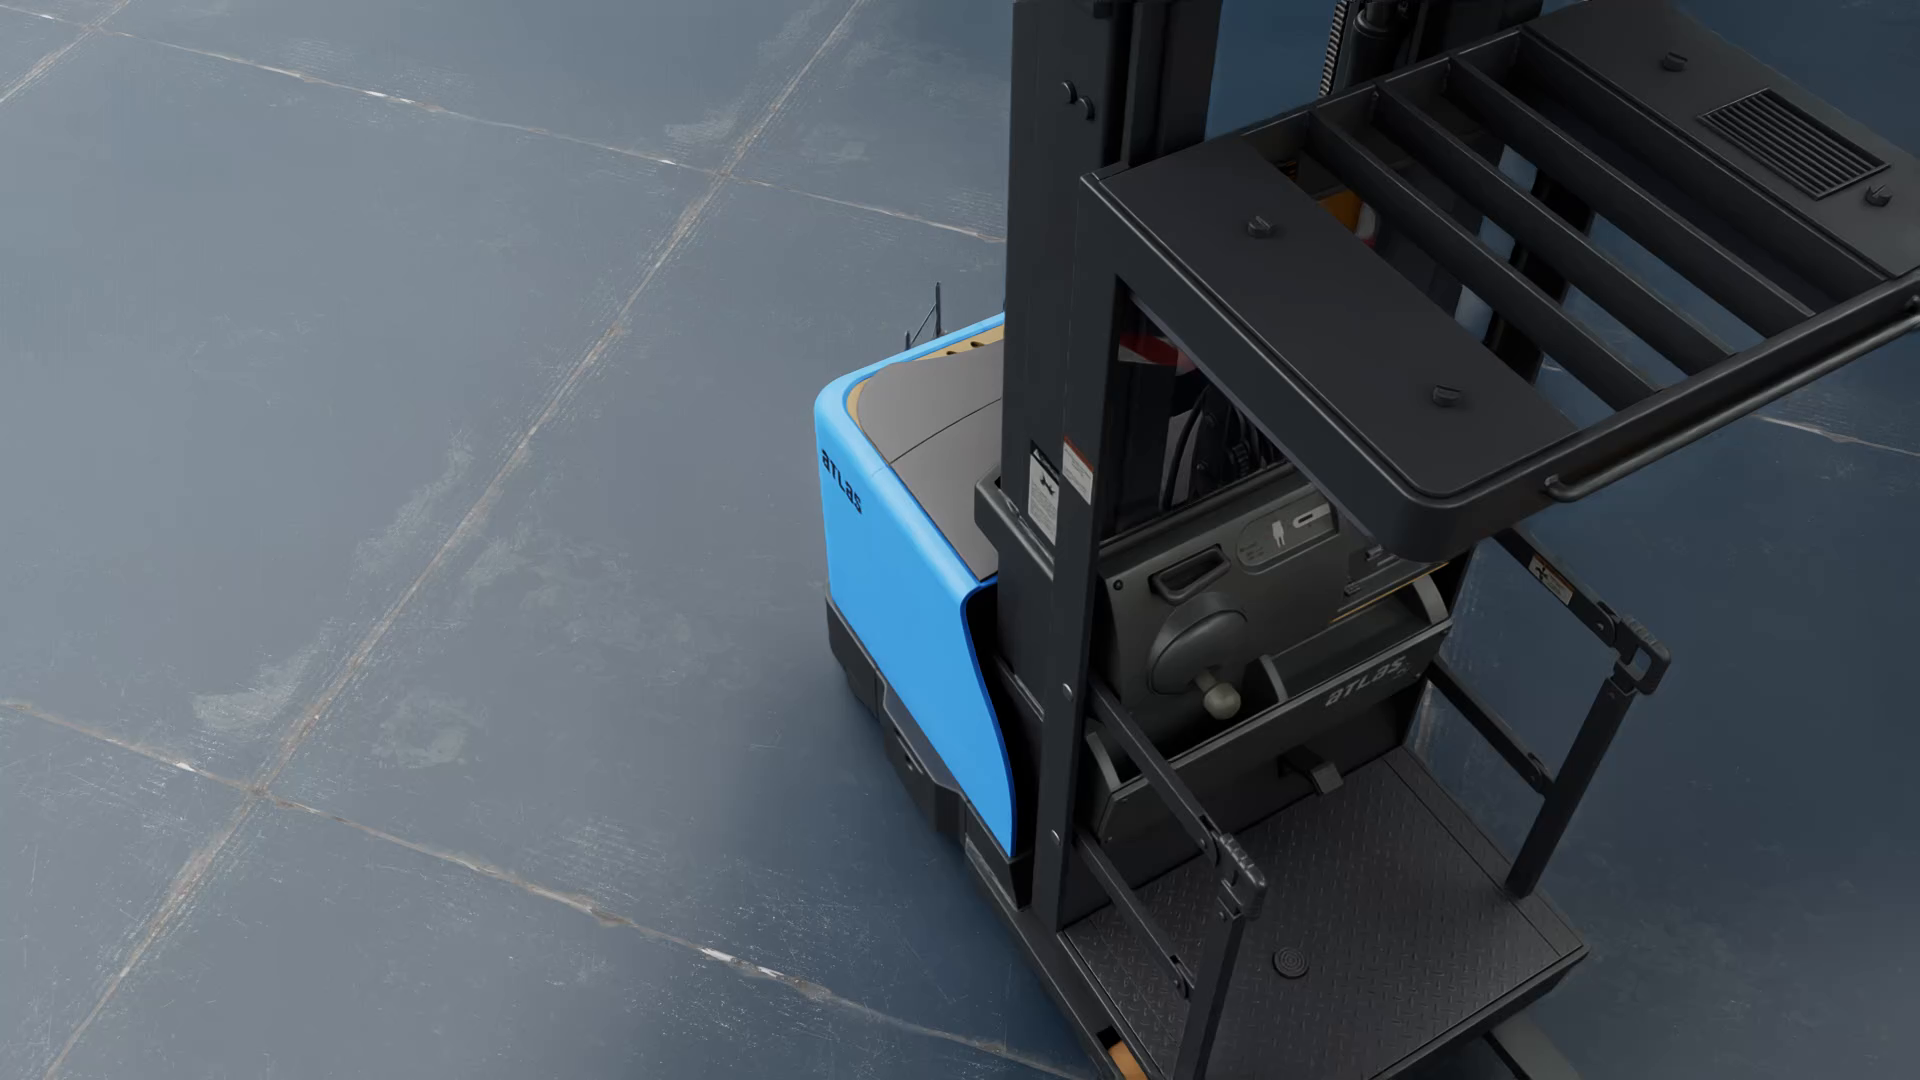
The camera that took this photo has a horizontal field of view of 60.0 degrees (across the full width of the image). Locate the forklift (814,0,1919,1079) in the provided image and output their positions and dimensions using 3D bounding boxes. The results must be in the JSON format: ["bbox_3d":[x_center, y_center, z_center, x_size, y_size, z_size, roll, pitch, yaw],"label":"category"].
[{"bbox_3d":[0.796,0.137,3.191,1.130,2.935,3.031,-24,53,-19],"label":"forklift"}]

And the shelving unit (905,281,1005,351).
[{"bbox_3d":[-0.009,-0.321,4.933,0.210,0.900,0.258,17,51,14],"label":"shelving unit"}]

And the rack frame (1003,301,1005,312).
[{"bbox_3d":[0.085,-0.293,4.908,0.006,0.900,0.240,17,51,14],"label":"rack frame"}]

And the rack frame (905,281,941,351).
[{"bbox_3d":[-0.103,-0.350,4.958,0.006,0.900,0.240,17,51,14],"label":"rack frame"}]

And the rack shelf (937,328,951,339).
[{"bbox_3d":[-0.009,-0.477,4.754,0.200,0.077,0.258,17,51,14],"label":"rack shelf"}]
